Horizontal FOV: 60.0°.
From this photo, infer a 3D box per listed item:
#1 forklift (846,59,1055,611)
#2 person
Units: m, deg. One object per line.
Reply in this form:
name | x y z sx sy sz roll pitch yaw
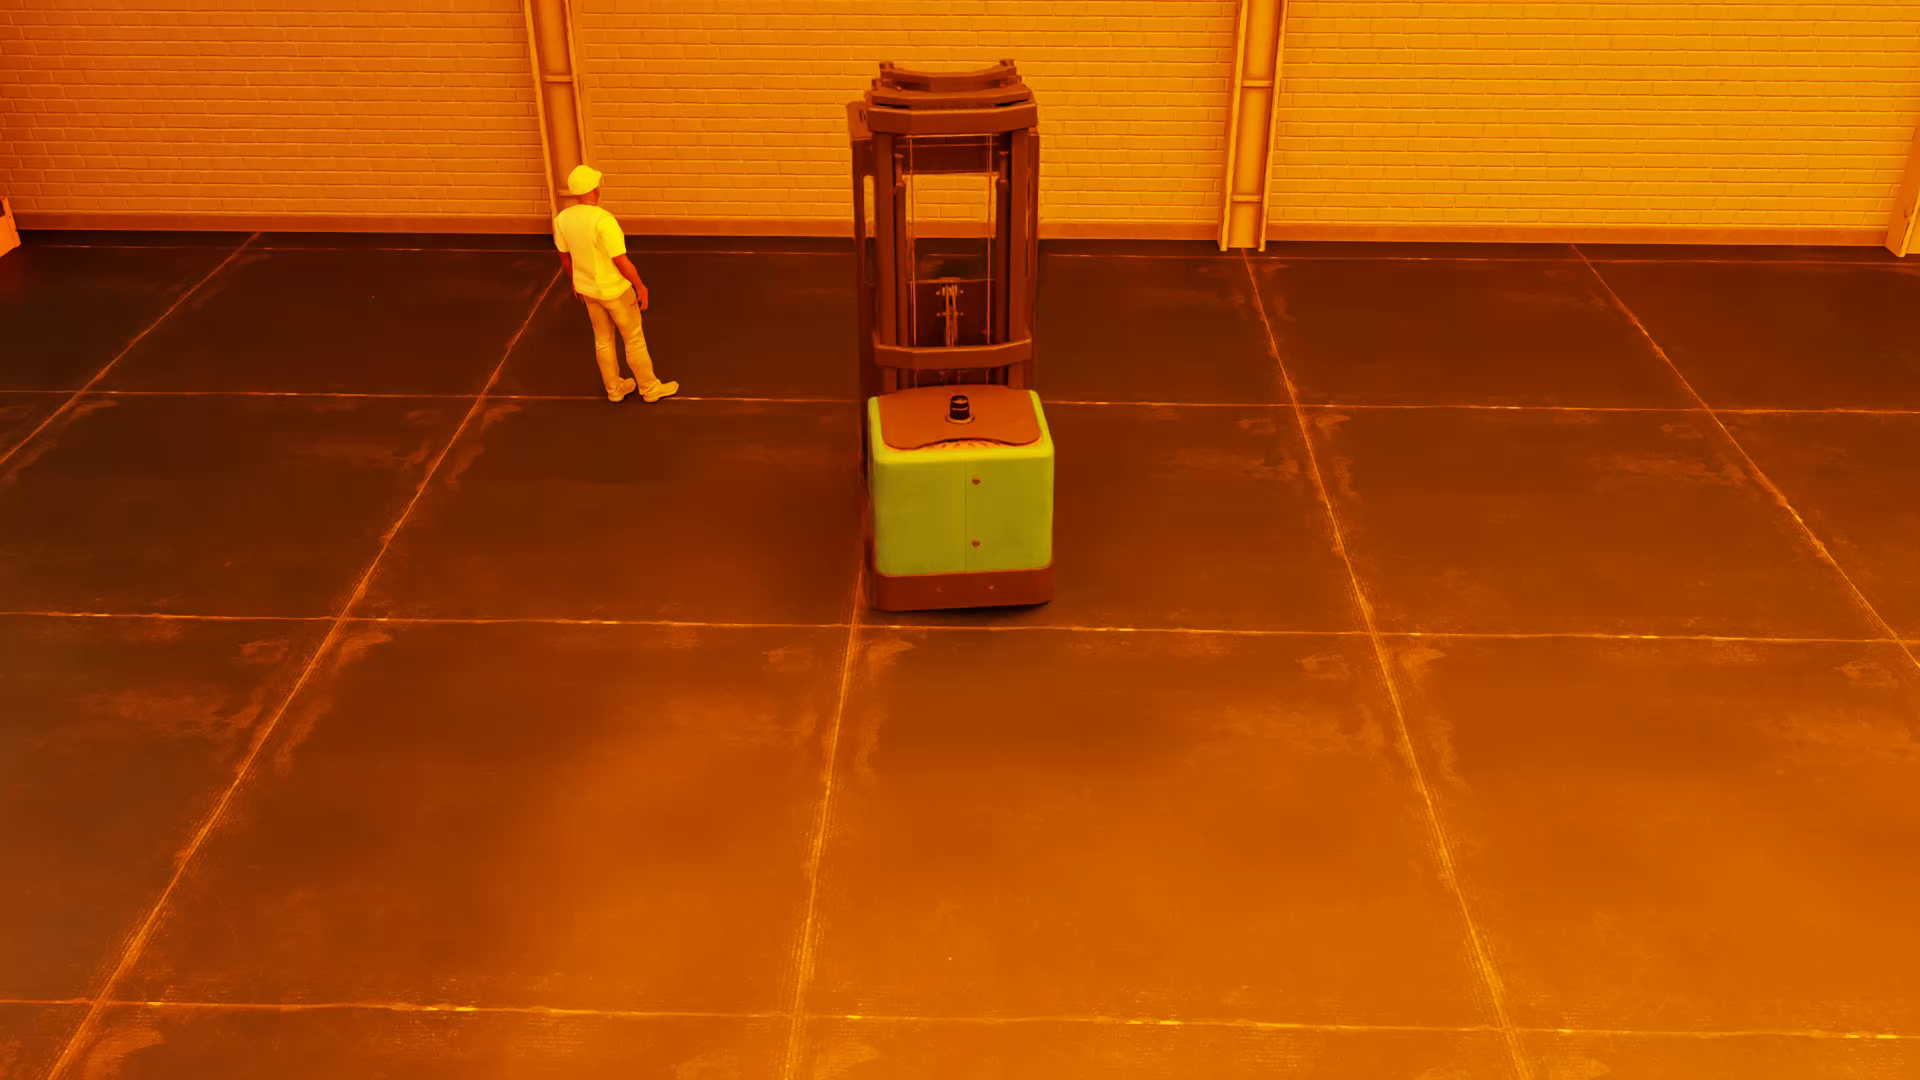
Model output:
forklift | -0.108 -1.572 10.280 1.130 2.935 3.031 -3 31 -5
person | -2.480 -1.829 11.849 0.666 1.765 0.579 16 34 25
